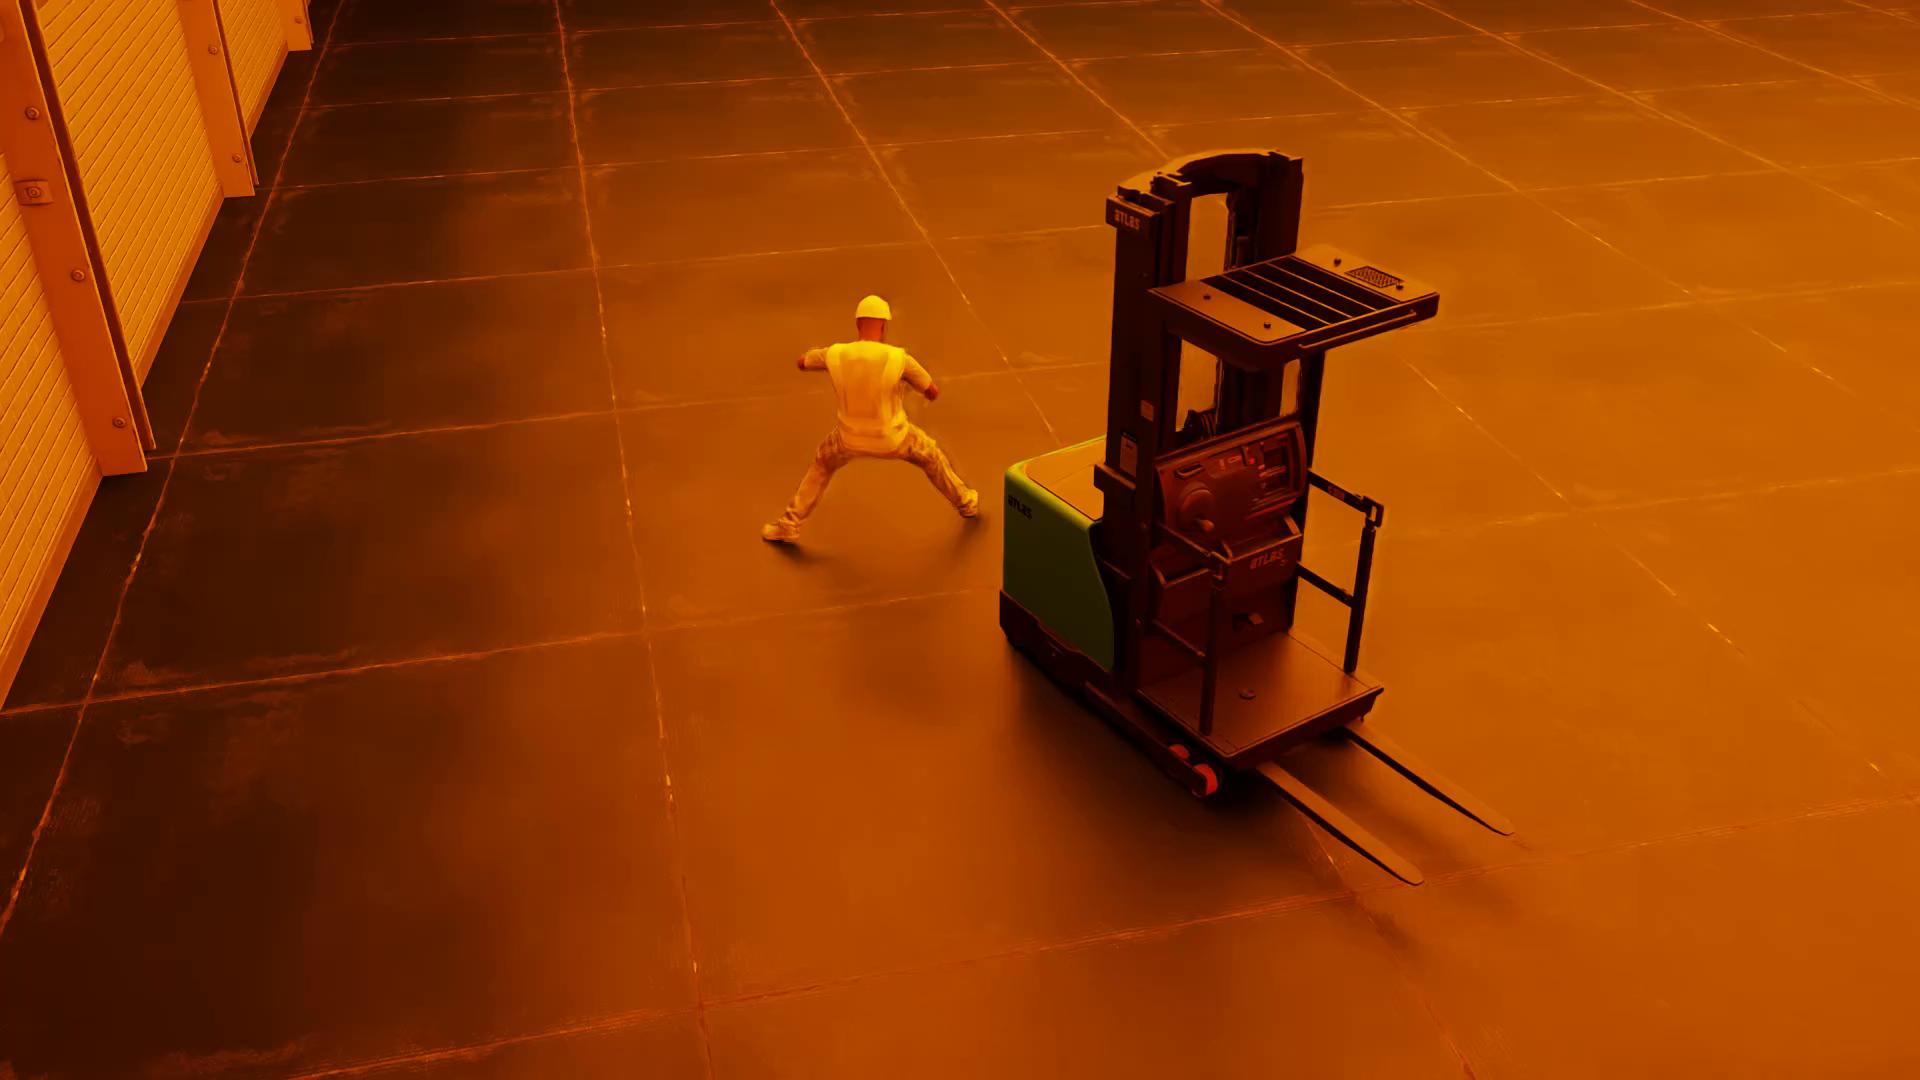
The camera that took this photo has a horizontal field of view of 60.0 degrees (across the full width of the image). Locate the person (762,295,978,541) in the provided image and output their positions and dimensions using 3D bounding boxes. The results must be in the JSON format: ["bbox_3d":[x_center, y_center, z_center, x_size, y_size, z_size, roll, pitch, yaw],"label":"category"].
[{"bbox_3d":[-0.557,-0.793,10.296,1.274,1.573,0.948,7,31,11],"label":"person"}]

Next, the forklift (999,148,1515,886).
[{"bbox_3d":[1.463,-0.261,8.025,1.130,2.935,3.031,-19,35,-29],"label":"forklift"}]
